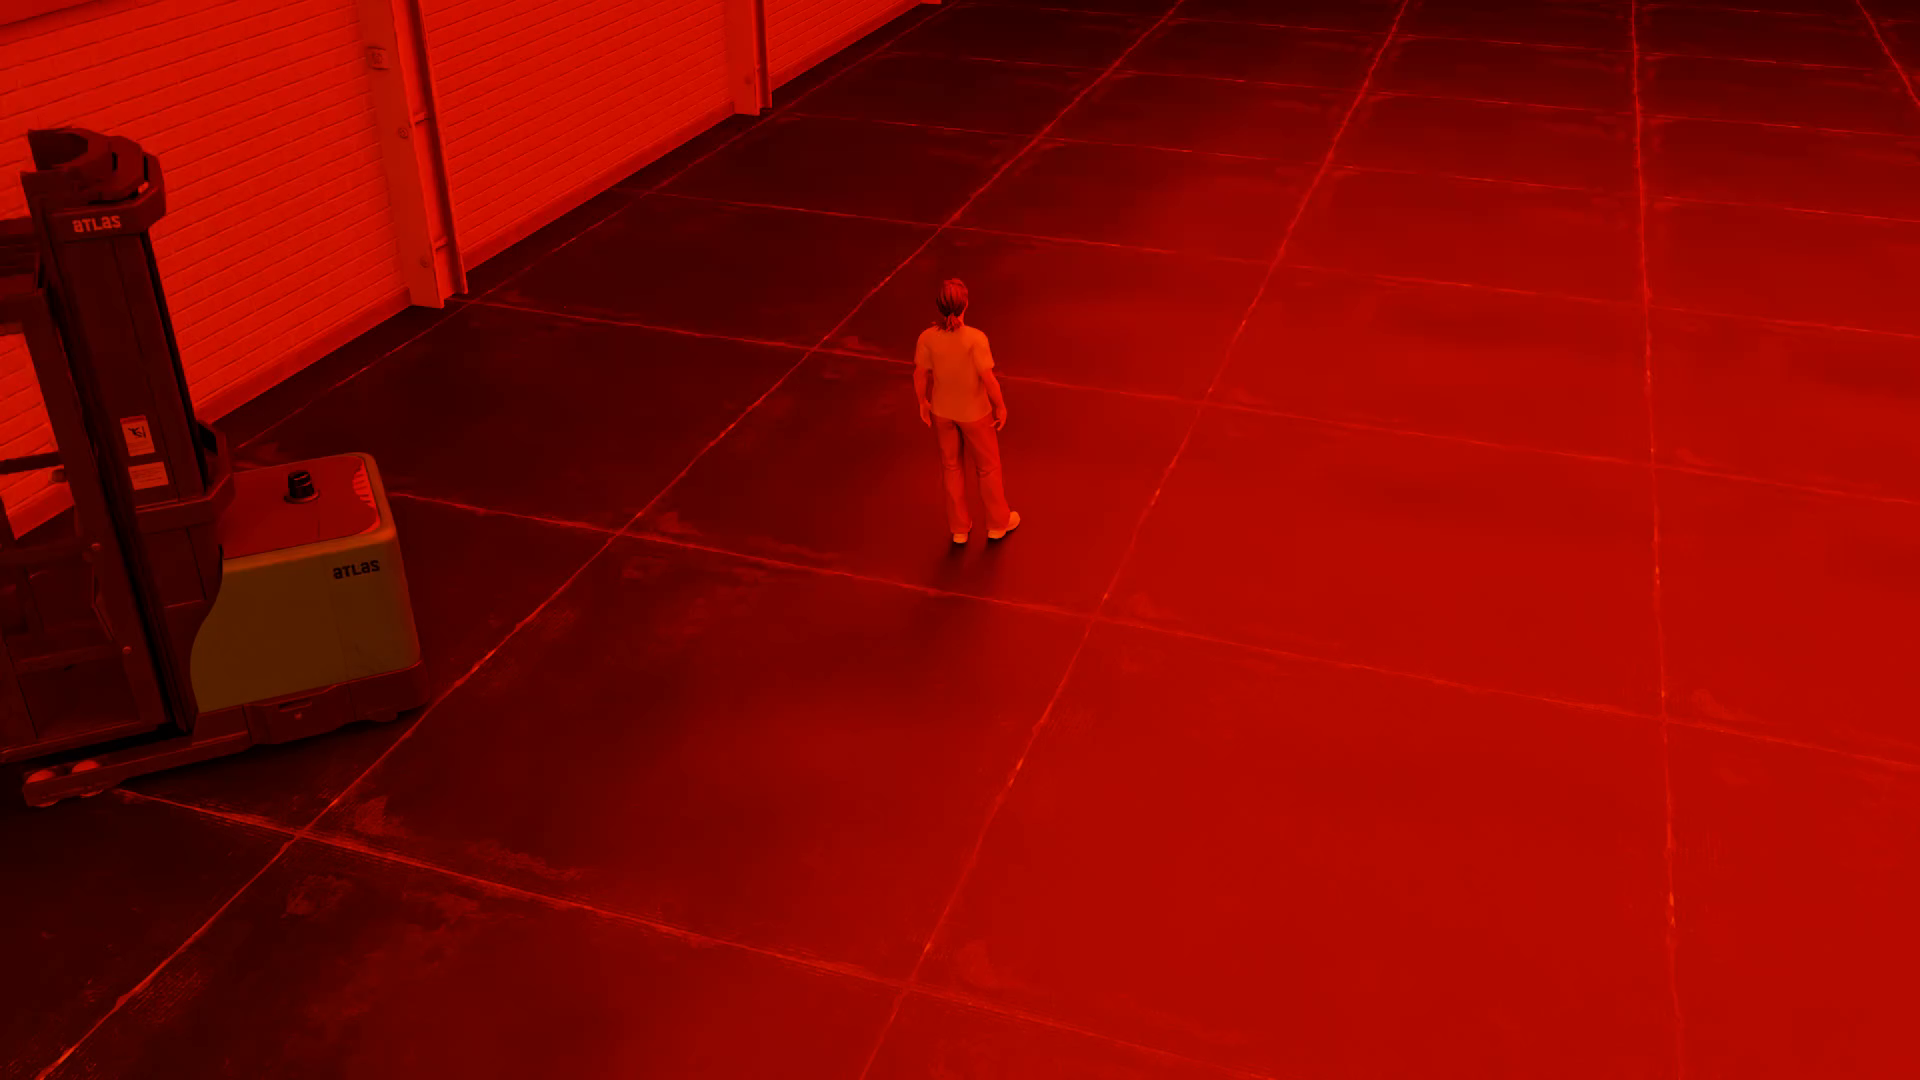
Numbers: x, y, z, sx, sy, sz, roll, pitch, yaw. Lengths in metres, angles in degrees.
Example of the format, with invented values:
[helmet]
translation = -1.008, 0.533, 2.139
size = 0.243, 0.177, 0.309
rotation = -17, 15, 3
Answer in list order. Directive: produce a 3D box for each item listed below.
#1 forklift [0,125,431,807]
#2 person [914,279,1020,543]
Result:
[forklift]
translation = -4.281, -0.308, 7.677
size = 3.031, 2.935, 1.130
rotation = -12, 32, -21
[person]
translation = 0.035, -0.767, 9.735
size = 0.553, 1.675, 0.549
rotation = 10, 31, 16
